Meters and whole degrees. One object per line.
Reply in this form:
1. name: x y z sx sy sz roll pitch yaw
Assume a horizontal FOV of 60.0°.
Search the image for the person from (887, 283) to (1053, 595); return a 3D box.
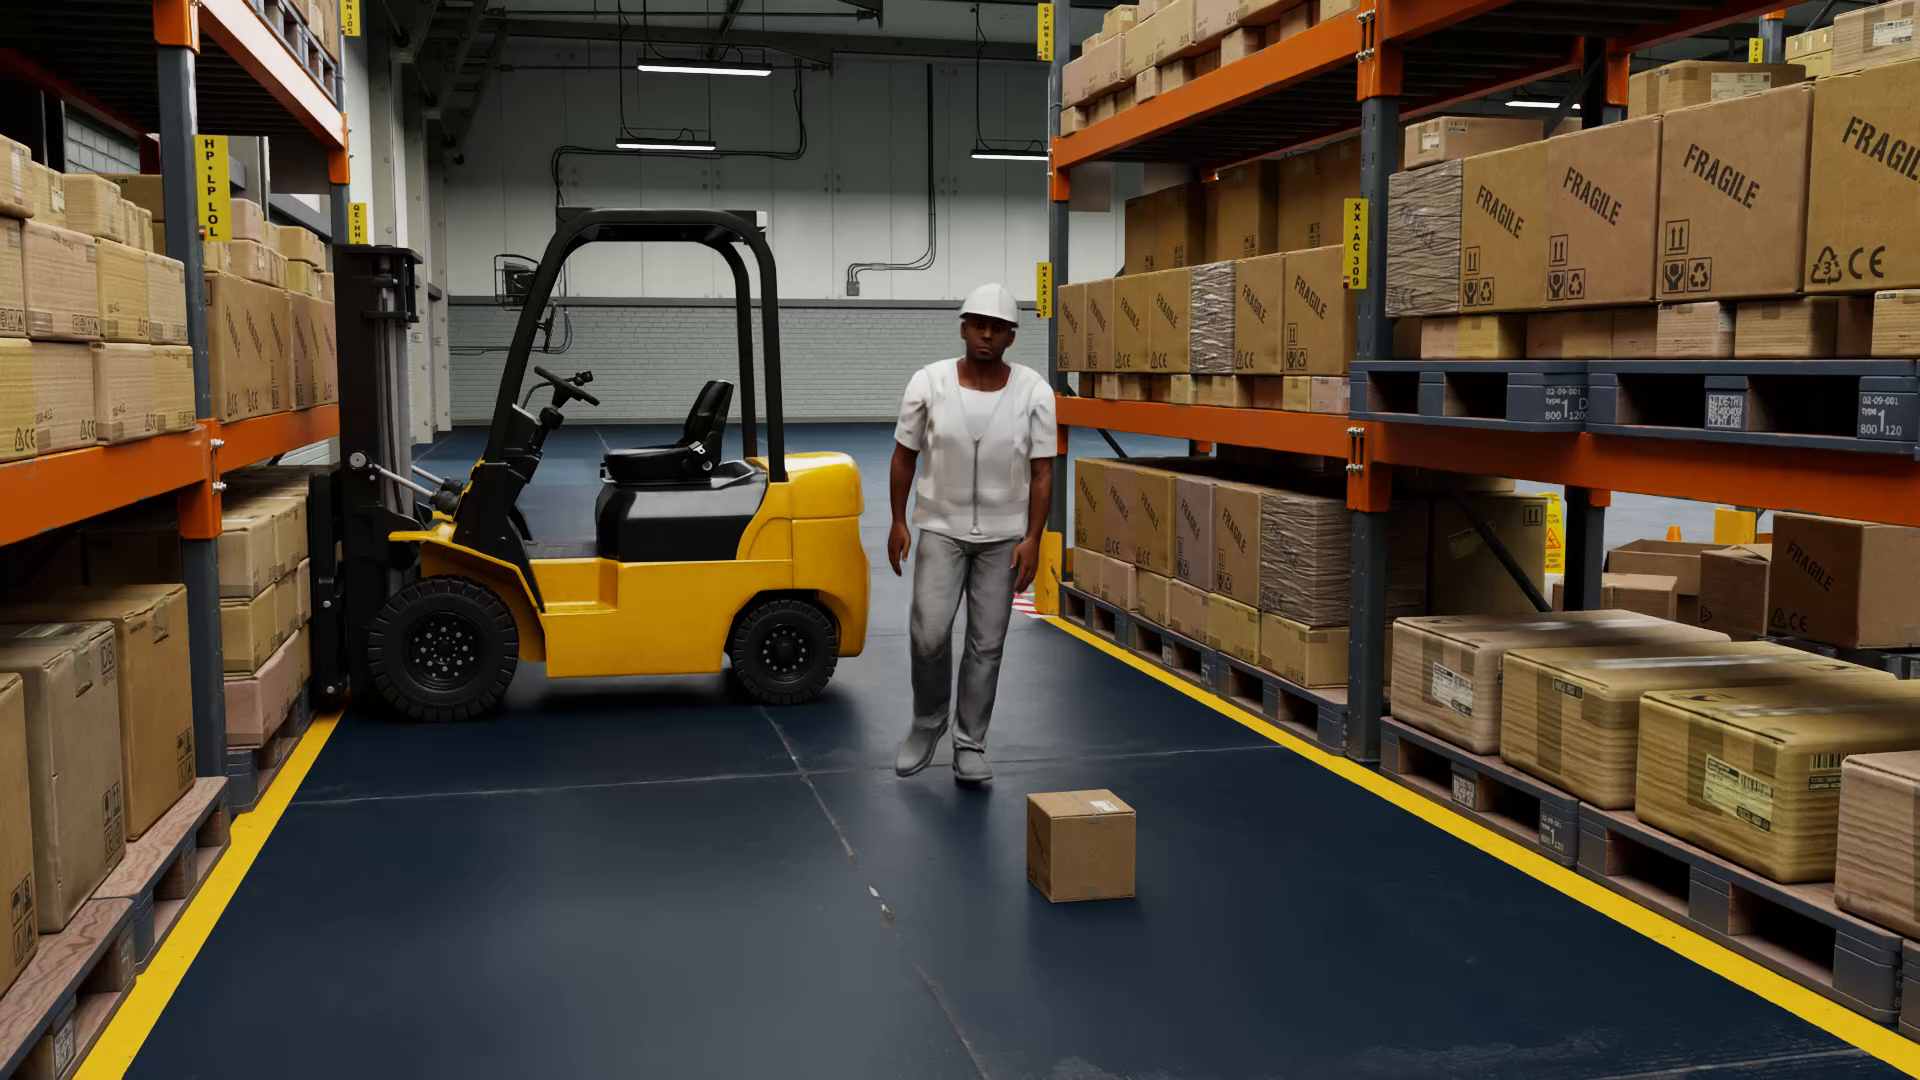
1. person: 0.040 -0.351 5.783 0.583 1.065 0.442 0 6 -4
